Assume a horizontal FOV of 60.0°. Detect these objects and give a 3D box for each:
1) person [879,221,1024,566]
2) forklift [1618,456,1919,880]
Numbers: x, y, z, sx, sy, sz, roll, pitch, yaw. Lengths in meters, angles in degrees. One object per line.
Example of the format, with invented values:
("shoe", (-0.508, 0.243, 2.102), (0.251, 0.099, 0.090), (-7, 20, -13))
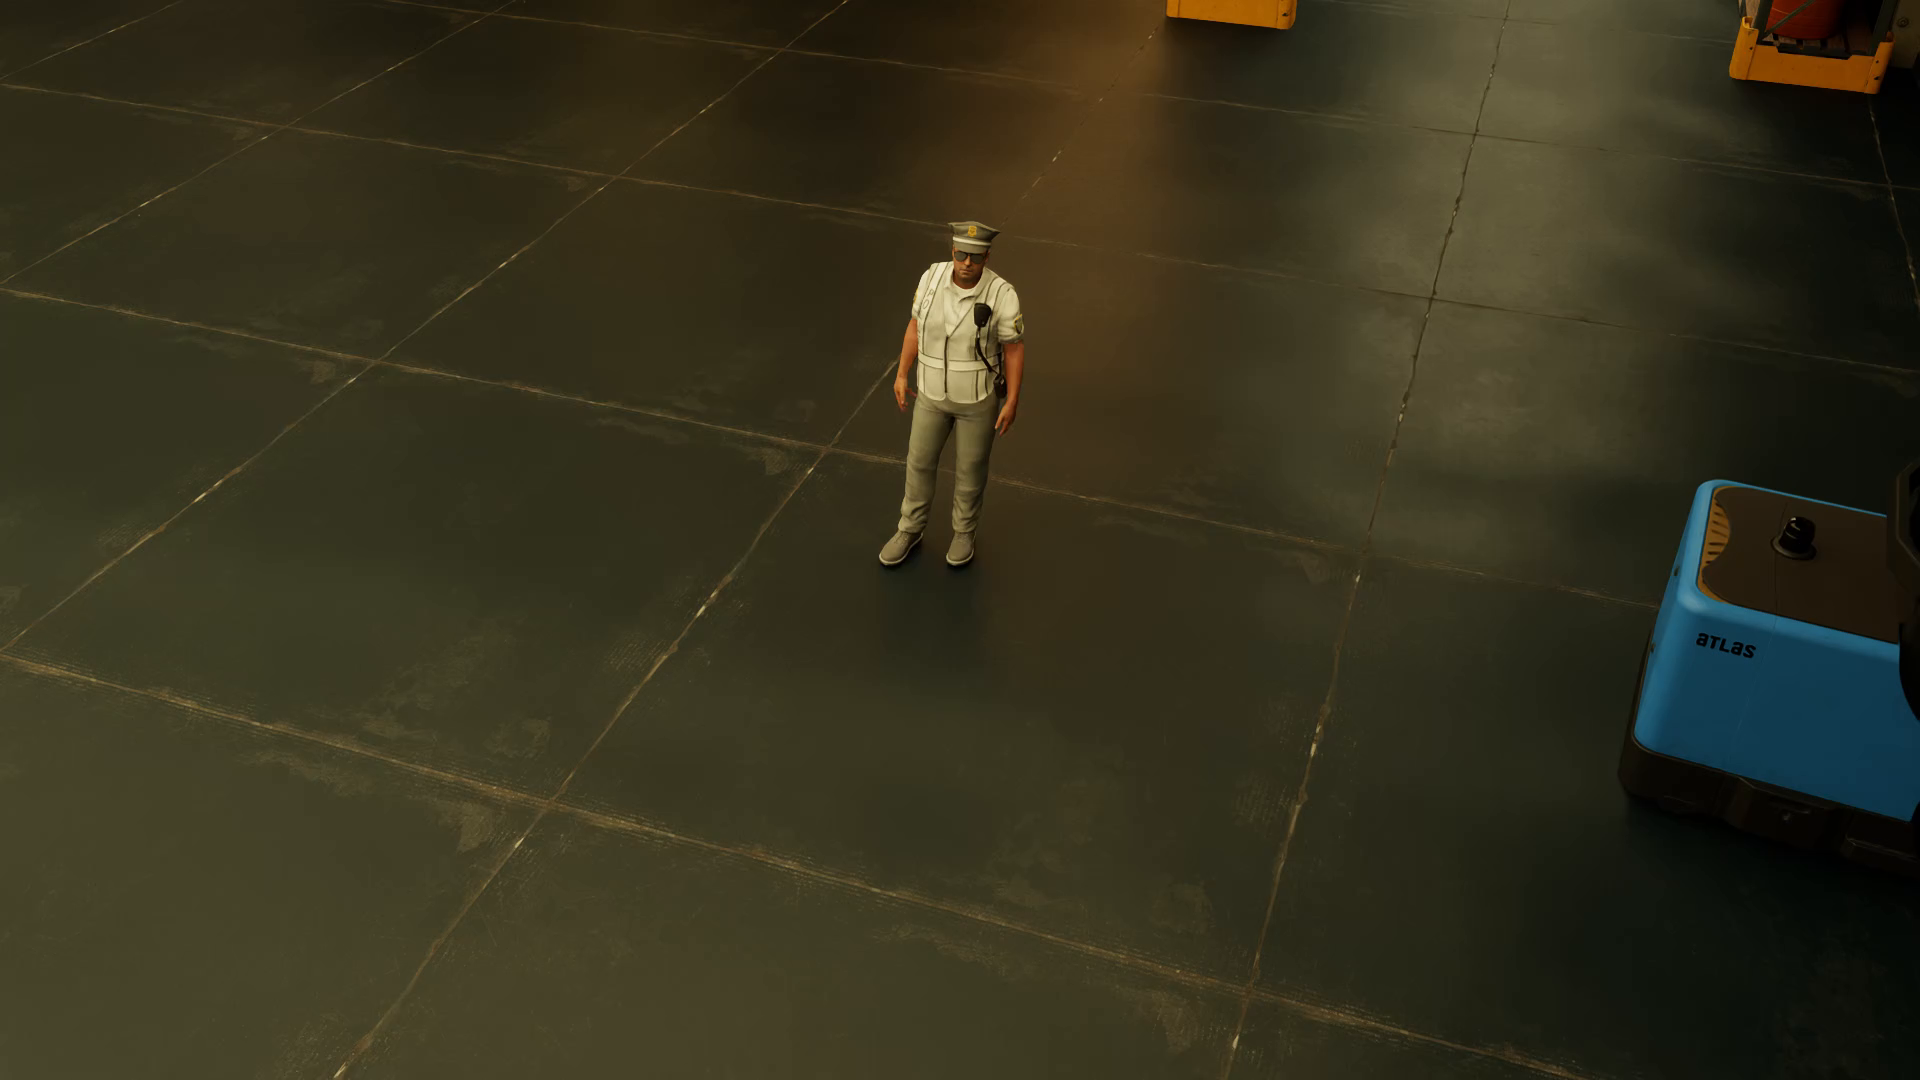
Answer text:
("person", (-0.037, -0.693, 8.068), (0.641, 1.780, 0.574), (12, 37, 16))
("forklift", (4.363, 0.012, 6.094), (3.031, 2.935, 1.130), (15, 38, 20))
